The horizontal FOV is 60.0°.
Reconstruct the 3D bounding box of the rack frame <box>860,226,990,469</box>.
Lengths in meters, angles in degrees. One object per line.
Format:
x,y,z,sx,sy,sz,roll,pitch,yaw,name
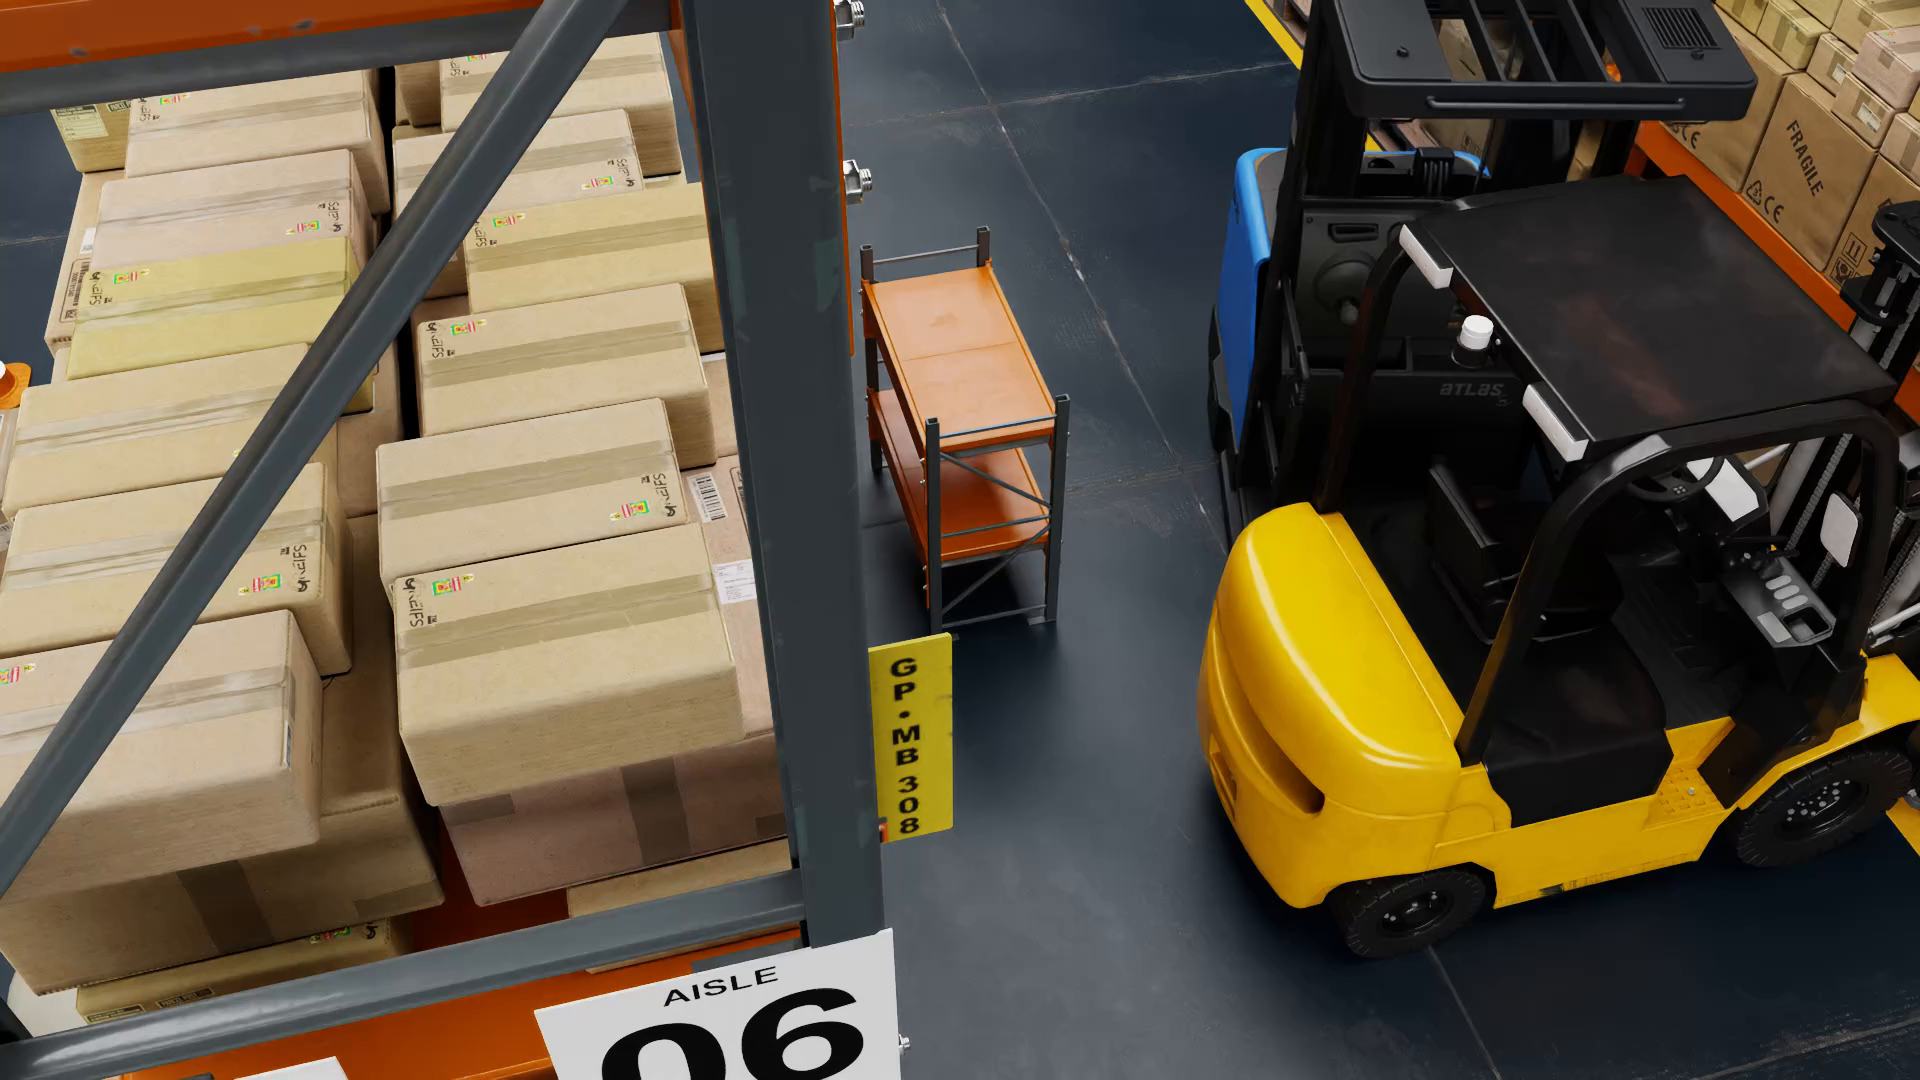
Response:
-0.132,-0.749,6.697,0.500,1.125,0.032,-11,47,-10,rack frame

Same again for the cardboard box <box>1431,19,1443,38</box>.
2.662,-2.732,8.696,0.875,0.625,0.625,-12,47,-12,cardboard box

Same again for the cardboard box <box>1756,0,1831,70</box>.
3.087,-1.818,5.907,0.380,0.149,0.250,-10,46,-9,cardboard box

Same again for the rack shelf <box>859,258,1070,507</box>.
-0.002,-0.603,6.144,0.538,0.278,1.000,-11,47,-10,rack shelf

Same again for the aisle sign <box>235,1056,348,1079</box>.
-0.846,0.855,1.991,0.394,0.787,0.004,-11,47,-10,aisle sign

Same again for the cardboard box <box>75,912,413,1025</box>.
-0.943,0.512,2.223,0.380,0.149,0.250,-11,47,-10,cardboard box

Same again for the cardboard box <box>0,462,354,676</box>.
-0.982,0.064,2.105,0.380,0.149,0.250,-10,46,-10,cardboard box

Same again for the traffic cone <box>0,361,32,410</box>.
-4.317,-0.822,7.231,0.336,0.463,0.334,-11,47,-10,traffic cone

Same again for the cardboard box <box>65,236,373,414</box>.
-1.081,-0.294,2.455,0.380,0.149,0.250,-10,46,-10,cardboard box

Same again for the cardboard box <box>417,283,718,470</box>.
-0.560,-0.209,2.372,0.380,0.149,0.250,-11,47,-10,cardboard box

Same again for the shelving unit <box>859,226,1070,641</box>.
-0.002,-0.398,6.353,0.538,1.125,1.048,-11,47,-10,shelving unit

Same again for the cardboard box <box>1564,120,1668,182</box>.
3.047,-1.676,7.661,0.875,0.625,0.625,-9,46,-9,cardboard box

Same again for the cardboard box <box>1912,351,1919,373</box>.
3.441,-0.626,5.193,0.500,0.500,0.500,-10,46,-10,cardboard box

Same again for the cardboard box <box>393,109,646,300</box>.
-0.708,-0.550,2.706,0.380,0.149,0.250,-11,47,-11,cardboard box

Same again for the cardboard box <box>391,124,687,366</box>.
-0.728,-0.530,2.965,0.500,0.250,0.500,-9,46,-9,cardboard box

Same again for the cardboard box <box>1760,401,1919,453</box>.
3.272,-0.449,6.021,0.500,0.250,0.500,-9,46,-9,cardboard box

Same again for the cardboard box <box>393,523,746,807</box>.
-0.475,0.146,2.024,0.380,0.149,0.250,-11,47,-11,cardboard box

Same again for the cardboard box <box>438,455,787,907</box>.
-0.453,0.172,2.278,0.500,0.250,0.500,-11,47,-11,cardboard box

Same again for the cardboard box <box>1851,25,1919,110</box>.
3.182,-1.559,5.445,0.380,0.149,0.250,-10,46,-9,cardboard box

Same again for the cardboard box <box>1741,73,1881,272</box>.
3.202,-1.327,5.880,0.500,0.500,0.500,-10,46,-10,cardboard box

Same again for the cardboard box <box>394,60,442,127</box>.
-0.835,-0.911,3.060,0.380,0.149,0.250,-10,46,-9,cardboard box

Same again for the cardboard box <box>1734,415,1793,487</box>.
3.266,-0.275,6.200,0.500,0.250,0.500,-11,47,-11,cardboard box

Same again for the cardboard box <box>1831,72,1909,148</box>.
3.172,-1.459,5.555,0.380,0.149,0.250,-10,46,-9,cardboard box

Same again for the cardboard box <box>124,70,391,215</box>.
-1.178,-0.649,2.803,0.380,0.149,0.250,-12,47,-11,cardboard box

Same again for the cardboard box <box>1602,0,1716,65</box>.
2.810,-2.250,6.960,0.500,0.250,0.500,-10,46,-9,cardboard box

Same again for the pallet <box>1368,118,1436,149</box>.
2.650,-2.372,8.927,1.003,0.211,1.213,-11,47,-10,pallet

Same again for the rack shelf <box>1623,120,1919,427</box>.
3.704,-0.370,5.516,1.077,0.370,4.000,-11,47,-10,rack shelf

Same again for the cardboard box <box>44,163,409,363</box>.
-1.238,-0.441,2.878,0.500,0.250,0.500,-10,46,-9,cardboard box

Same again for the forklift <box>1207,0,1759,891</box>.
1.618,-0.832,5.513,1.130,2.935,3.031,1,46,1,forklift

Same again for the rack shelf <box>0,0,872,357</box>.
-1.093,-1.558,2.482,1.077,0.370,4.000,-11,47,-10,rack shelf

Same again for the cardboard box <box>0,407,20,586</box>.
-3.318,-0.136,6.003,0.500,0.500,0.500,-11,47,-10,cardboard box

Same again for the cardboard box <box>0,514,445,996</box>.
-0.973,0.264,2.188,0.500,0.250,0.500,-11,47,-11,cardboard box

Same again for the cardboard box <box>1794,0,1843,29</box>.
3.158,-1.933,5.812,0.380,0.149,0.250,-10,46,-10,cardboard box

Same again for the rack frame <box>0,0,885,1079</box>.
-0.581,-0.430,0.871,1.000,3.000,0.127,-11,47,-10,rack frame

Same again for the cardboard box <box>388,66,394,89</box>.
-1.501,-1.137,3.561,0.500,0.250,0.500,-10,46,-10,cardboard box
